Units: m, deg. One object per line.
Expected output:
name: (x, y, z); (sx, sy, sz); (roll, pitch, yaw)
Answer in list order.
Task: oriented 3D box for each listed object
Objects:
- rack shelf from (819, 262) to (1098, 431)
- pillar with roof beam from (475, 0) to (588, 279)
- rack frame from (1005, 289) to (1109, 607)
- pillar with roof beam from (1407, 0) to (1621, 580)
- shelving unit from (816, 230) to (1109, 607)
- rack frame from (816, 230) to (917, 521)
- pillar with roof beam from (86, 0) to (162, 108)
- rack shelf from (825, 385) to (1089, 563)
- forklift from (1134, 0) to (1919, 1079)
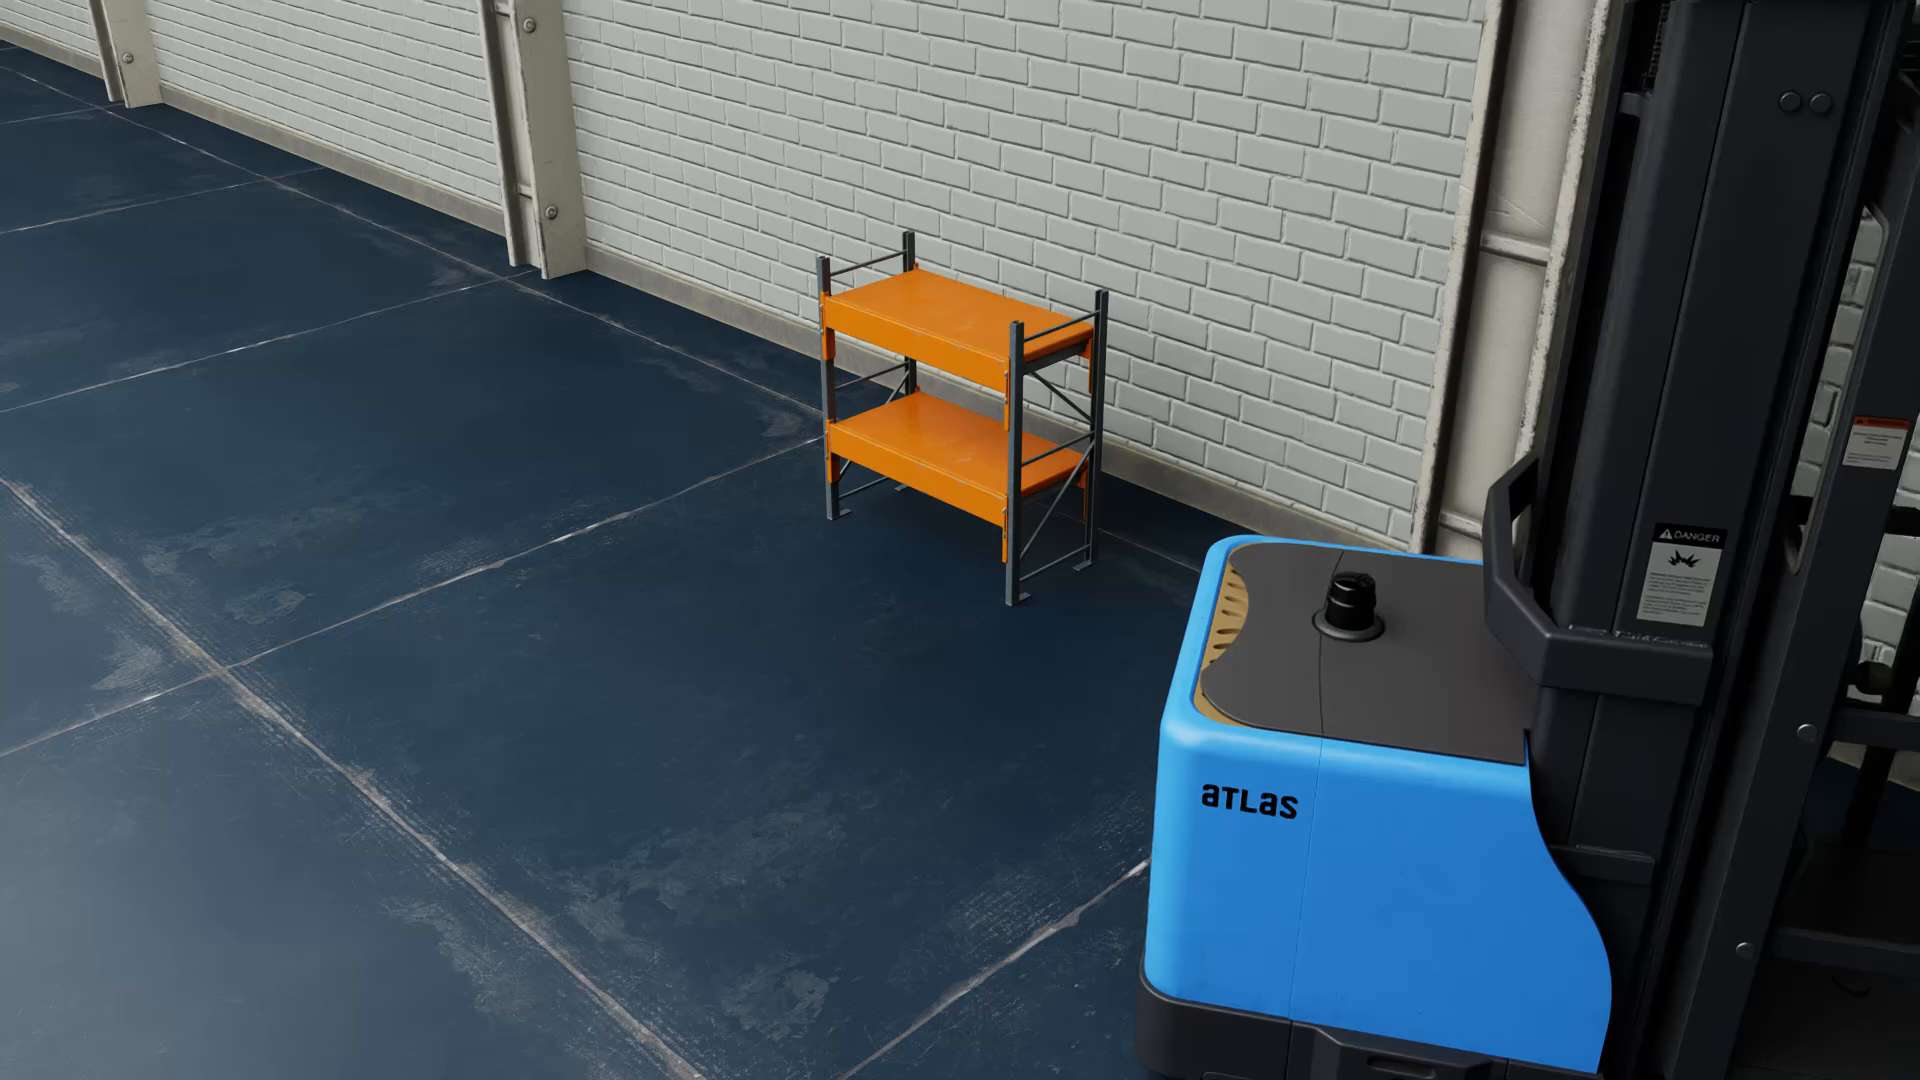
rack shelf: (-0.005, -0.759, 6.356); (1.000, 0.278, 0.538); (25, 36, 38)
pillar with roof beam: (-5.440, -4.175, 5.021); (0.400, 9.000, 9.100); (25, 36, 38)
rack frame: (0.358, -0.334, 6.177); (0.032, 1.125, 0.500); (25, 36, 38)
pillar with roof beam: (-1.162, -2.217, 1.297); (0.400, 9.000, 9.100); (25, 36, 38)
shelving unit: (-0.005, -0.500, 6.492); (1.048, 1.125, 0.538); (25, 36, 38)
rack frame: (-0.367, -0.666, 6.808); (0.032, 1.125, 0.500); (25, 36, 38)
pillar with roof beam: (-9.719, -6.133, 8.744); (0.400, 9.000, 9.100); (25, 36, 38)
rack shelf: (-0.005, -0.284, 6.606); (1.000, 0.278, 0.538); (25, 36, 38)
forklift: (2.012, 0.014, 3.574); (3.031, 2.935, 1.130); (7, 29, 13)
